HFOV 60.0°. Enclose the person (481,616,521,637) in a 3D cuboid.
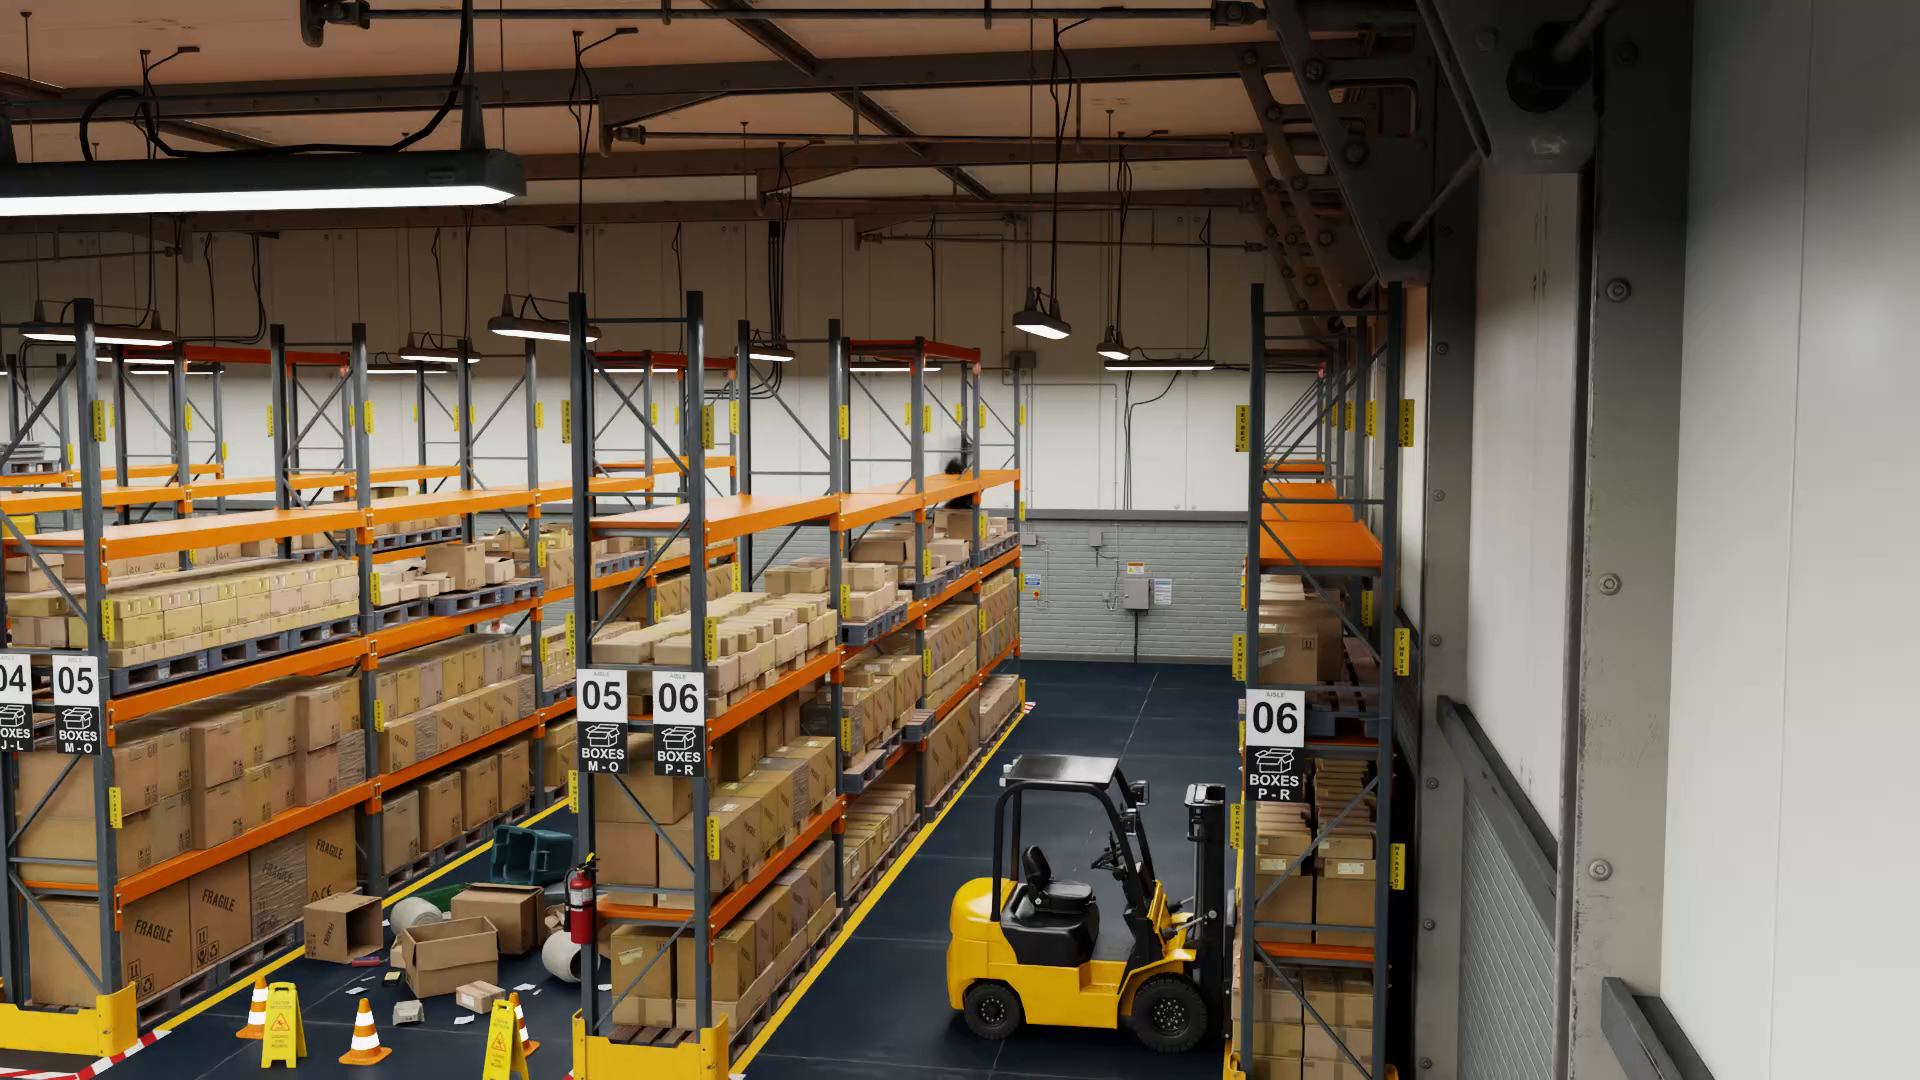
[{"bbox_3d":[-7.797,2.023,28.034,0.662,1.730,0.627,1,5,10],"label":"person"}]
